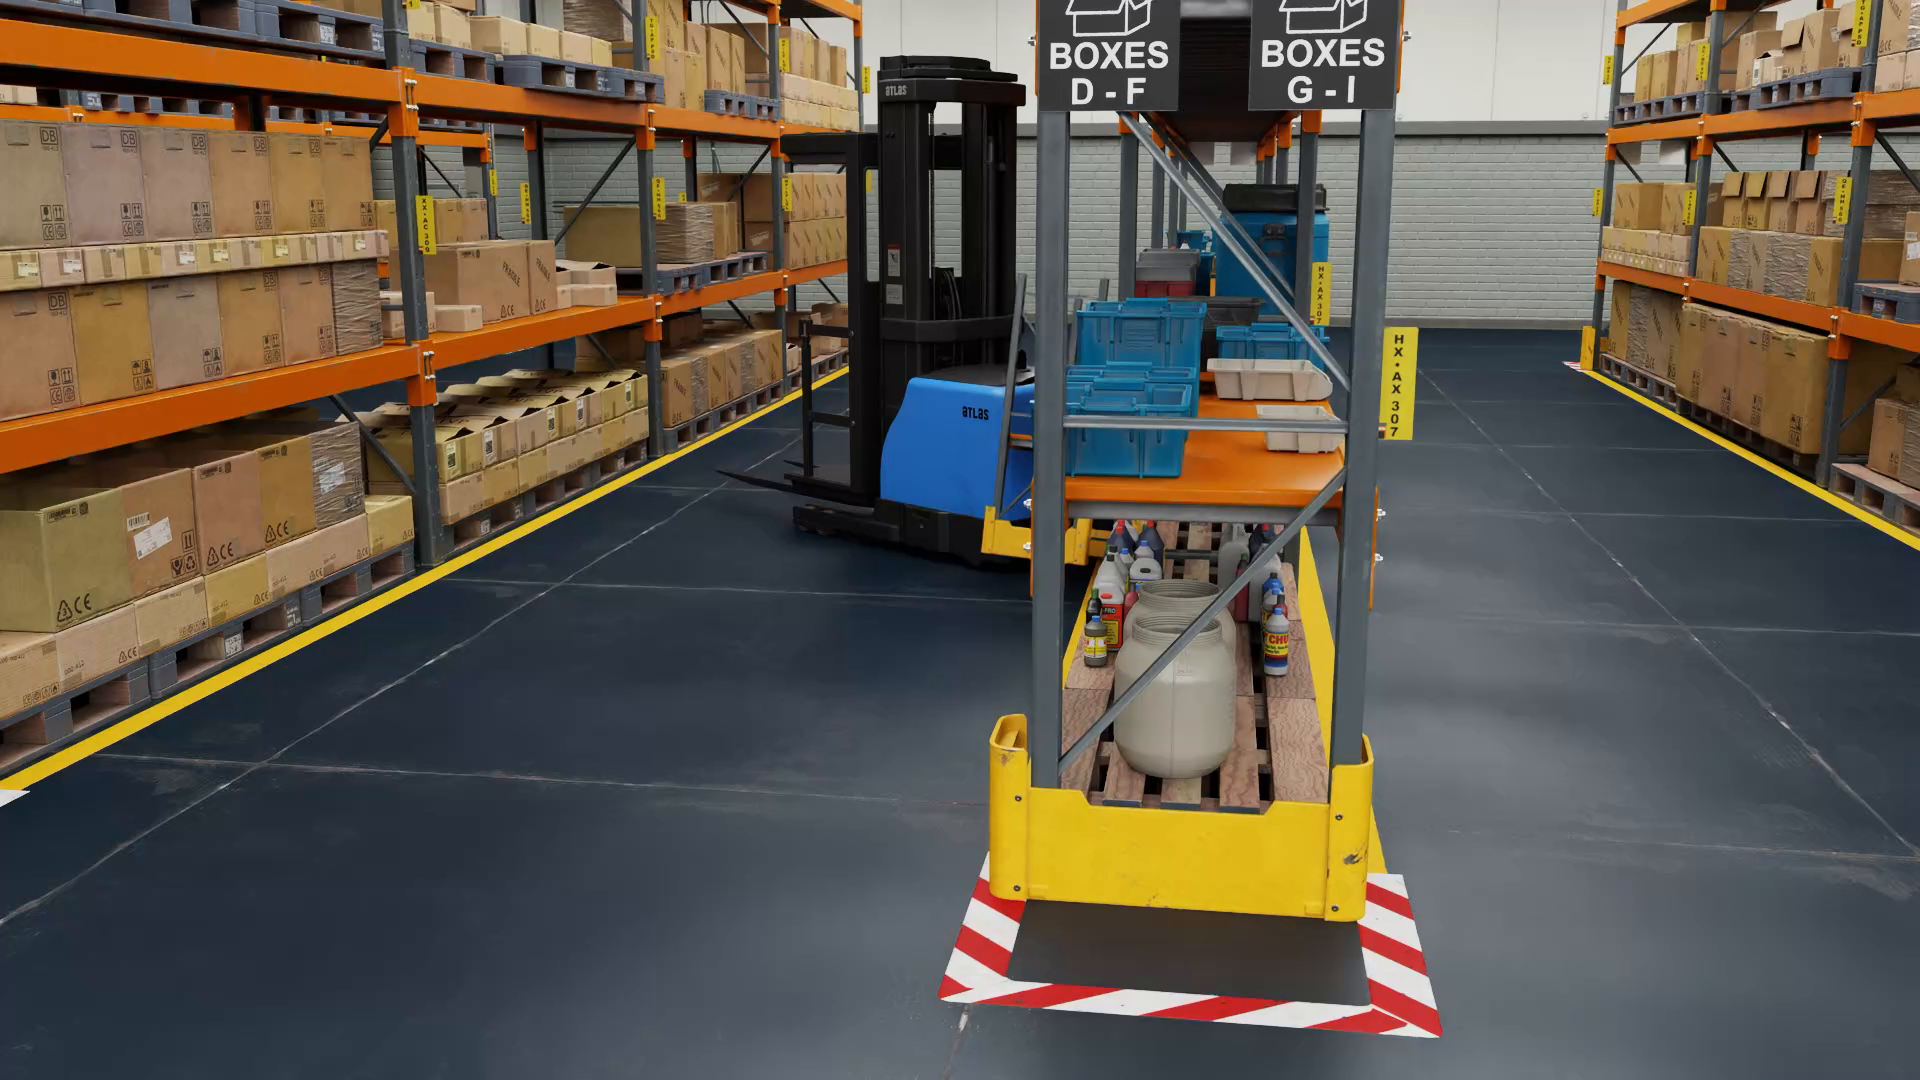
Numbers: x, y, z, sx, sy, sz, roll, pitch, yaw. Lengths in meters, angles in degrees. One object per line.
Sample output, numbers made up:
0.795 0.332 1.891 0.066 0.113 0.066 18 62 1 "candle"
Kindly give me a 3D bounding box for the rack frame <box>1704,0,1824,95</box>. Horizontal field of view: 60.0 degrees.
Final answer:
7.463 -5.606 15.145 1.000 3.000 0.127 2 12 9 "rack frame"

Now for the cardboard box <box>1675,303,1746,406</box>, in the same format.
7.384 -1.706 15.335 1.225 0.875 0.875 2 12 9 "cardboard box"

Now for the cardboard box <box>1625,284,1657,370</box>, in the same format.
7.919 -2.347 18.311 0.875 0.875 0.875 2 12 9 "cardboard box"

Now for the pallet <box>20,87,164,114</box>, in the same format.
-7.789 -3.832 14.481 1.213 0.211 1.003 2 12 11 "pallet"

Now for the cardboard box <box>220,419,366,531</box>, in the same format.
-3.499 -0.350 8.747 0.500 0.500 0.500 2 12 9 "cardboard box"

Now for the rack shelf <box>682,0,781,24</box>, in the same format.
-2.633 -4.964 14.824 1.077 0.370 4.000 2 12 9 "rack shelf"

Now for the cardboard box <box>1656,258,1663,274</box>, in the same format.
7.305 -2.785 16.892 0.380 0.149 0.250 2 12 10 "cardboard box"

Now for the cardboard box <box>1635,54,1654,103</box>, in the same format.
7.845 -5.052 18.223 0.700 0.500 0.500 1 12 7 "cardboard box"

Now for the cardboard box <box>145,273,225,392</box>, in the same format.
-3.851 -0.965 7.613 0.700 0.500 0.500 2 12 10 "cardboard box"

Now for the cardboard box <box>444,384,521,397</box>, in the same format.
-3.464 -0.982 12.130 0.500 0.311 0.500 2 12 7 "cardboard box"

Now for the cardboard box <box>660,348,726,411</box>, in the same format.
-2.431 -1.454 15.010 0.500 0.500 0.500 2 12 8 "cardboard box"

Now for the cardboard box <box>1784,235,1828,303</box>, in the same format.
6.761 -2.104 12.897 0.500 0.500 0.500 2 12 8 "cardboard box"

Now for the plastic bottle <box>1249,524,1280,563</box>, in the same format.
1.495 0.095 8.176 0.144 0.351 0.185 1 12 6 "plastic bottle"

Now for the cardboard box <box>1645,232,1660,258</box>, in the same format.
7.427 -3.060 17.220 0.500 0.250 0.500 2 12 10 "cardboard box"

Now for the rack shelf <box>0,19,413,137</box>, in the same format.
-3.863 -2.028 7.370 1.077 0.370 4.000 2 12 9 "rack shelf"

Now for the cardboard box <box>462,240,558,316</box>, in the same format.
-3.182 -1.861 11.772 0.500 0.500 0.500 1 12 6 "cardboard box"

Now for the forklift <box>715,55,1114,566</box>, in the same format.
-0.435 -1.528 10.624 1.130 2.935 3.031 -12 17 -43 "forklift"

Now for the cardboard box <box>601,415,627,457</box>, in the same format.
-2.856 -0.798 12.608 0.500 0.250 0.500 2 12 8 "cardboard box"

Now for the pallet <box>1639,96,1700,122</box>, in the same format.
7.789 -4.519 17.434 1.003 0.211 1.213 2 12 9 "pallet"

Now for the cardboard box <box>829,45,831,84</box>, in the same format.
-1.933 -5.623 19.733 0.700 0.500 0.500 2 12 9 "cardboard box"

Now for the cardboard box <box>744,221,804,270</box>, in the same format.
-1.977 -3.141 17.711 0.500 0.500 0.500 2 12 10 "cardboard box"

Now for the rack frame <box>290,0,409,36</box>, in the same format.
-3.555 -4.262 8.910 1.000 3.000 0.127 2 12 9 "rack frame"

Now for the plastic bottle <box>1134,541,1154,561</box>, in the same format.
0.901 0.139 8.160 0.097 0.271 0.097 0 12 0 "plastic bottle"

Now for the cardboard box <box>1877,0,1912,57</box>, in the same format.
6.521 -3.510 11.119 0.500 0.500 0.500 2 12 9 "cardboard box"

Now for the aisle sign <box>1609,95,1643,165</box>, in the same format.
7.793 -4.801 19.481 0.394 0.787 0.004 2 12 9 "aisle sign"

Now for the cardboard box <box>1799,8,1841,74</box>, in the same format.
6.916 -3.873 12.989 0.500 0.500 0.500 3 12 12 "cardboard box"

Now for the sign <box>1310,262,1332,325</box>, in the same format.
1.880 -1.283 8.672 0.100 0.325 0.005 2 12 9 "sign"

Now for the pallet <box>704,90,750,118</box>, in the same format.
-2.651 -4.020 15.352 1.213 0.211 1.003 2 12 9 "pallet"

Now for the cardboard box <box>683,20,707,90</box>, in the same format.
-2.678 -4.384 15.124 0.600 0.600 0.600 1 12 6 "cardboard box"

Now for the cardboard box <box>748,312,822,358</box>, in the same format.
-2.041 -2.381 19.302 0.797 0.503 0.637 2 12 9 "cardboard box"

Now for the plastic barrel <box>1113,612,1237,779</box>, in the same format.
0.749 0.536 5.795 0.421 0.512 0.421 0 12 0 "plastic barrel"

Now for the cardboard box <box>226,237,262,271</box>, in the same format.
-3.582 -1.368 7.942 0.380 0.149 0.250 2 12 10 "cardboard box"

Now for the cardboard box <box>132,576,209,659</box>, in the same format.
-3.718 0.329 7.375 0.500 0.250 0.500 2 12 9 "cardboard box"

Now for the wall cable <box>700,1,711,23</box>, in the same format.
-2.709 -8.949 26.040 3.097 2.526 0.112 2 12 9 "wall cable"

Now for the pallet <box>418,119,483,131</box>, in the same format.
-6.709 -5.255 20.850 1.003 0.211 1.213 2 12 9 "pallet"

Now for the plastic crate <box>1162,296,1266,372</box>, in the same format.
1.132 -1.033 8.314 0.767 0.338 0.504 2 12 9 "plastic crate"

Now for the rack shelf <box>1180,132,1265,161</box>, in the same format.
2.877 -4.365 18.213 1.077 0.370 4.000 2 12 9 "rack shelf"

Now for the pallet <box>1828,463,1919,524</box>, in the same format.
6.726 -0.315 11.452 1.003 0.211 1.213 2 12 9 "pallet"

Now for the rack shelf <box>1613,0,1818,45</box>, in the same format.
7.771 -5.475 17.195 1.077 0.370 4.000 2 12 9 "rack shelf"

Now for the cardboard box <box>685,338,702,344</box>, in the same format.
-2.795 -1.680 16.058 0.500 0.500 0.500 2 12 9 "cardboard box"

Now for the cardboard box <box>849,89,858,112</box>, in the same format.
-1.537 -5.350 20.246 0.500 0.250 0.500 2 12 9 "cardboard box"

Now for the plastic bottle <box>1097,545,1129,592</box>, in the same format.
0.710 0.194 7.717 0.144 0.351 0.185 2 12 8 "plastic bottle"

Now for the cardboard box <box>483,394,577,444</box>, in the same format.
-3.010 -0.863 11.576 0.500 0.311 0.500 2 12 10 "cardboard box"

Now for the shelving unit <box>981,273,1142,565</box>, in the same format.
0.652 -0.649 9.283 0.587 1.500 1.083 7 3 21 "shelving unit"

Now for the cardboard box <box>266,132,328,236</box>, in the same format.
-3.694 -1.815 8.477 0.700 0.500 0.500 2 12 9 "cardboard box"

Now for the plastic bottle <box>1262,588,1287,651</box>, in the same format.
1.363 0.344 7.207 0.097 0.271 0.097 0 12 0 "plastic bottle"

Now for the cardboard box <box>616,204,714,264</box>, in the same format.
-2.625 -2.735 14.831 0.700 0.500 0.500 4 13 19 "cardboard box"

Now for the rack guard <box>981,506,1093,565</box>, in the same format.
0.407 -0.025 8.848 0.587 0.250 0.087 7 3 21 "rack guard"

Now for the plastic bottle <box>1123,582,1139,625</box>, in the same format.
0.744 0.332 7.234 0.061 0.283 0.133 2 12 9 "plastic bottle"

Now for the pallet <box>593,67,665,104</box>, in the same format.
-2.956 -3.392 12.441 1.213 0.211 1.003 2 12 11 "pallet"

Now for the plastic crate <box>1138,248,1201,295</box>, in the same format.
1.403 -1.706 11.136 0.402 0.464 0.583 2 12 9 "plastic crate"

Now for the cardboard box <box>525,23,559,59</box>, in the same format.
-3.116 -3.436 11.555 0.500 0.250 0.500 2 12 8 "cardboard box"

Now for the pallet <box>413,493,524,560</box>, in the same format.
-3.481 -0.121 10.554 1.003 0.211 1.213 2 12 9 "pallet"

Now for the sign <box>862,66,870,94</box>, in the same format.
-1.164 -5.704 20.621 0.100 0.325 0.005 2 12 9 "sign"

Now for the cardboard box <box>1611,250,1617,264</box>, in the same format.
7.620 -3.213 18.878 0.380 0.149 0.250 2 12 7 "cardboard box"
